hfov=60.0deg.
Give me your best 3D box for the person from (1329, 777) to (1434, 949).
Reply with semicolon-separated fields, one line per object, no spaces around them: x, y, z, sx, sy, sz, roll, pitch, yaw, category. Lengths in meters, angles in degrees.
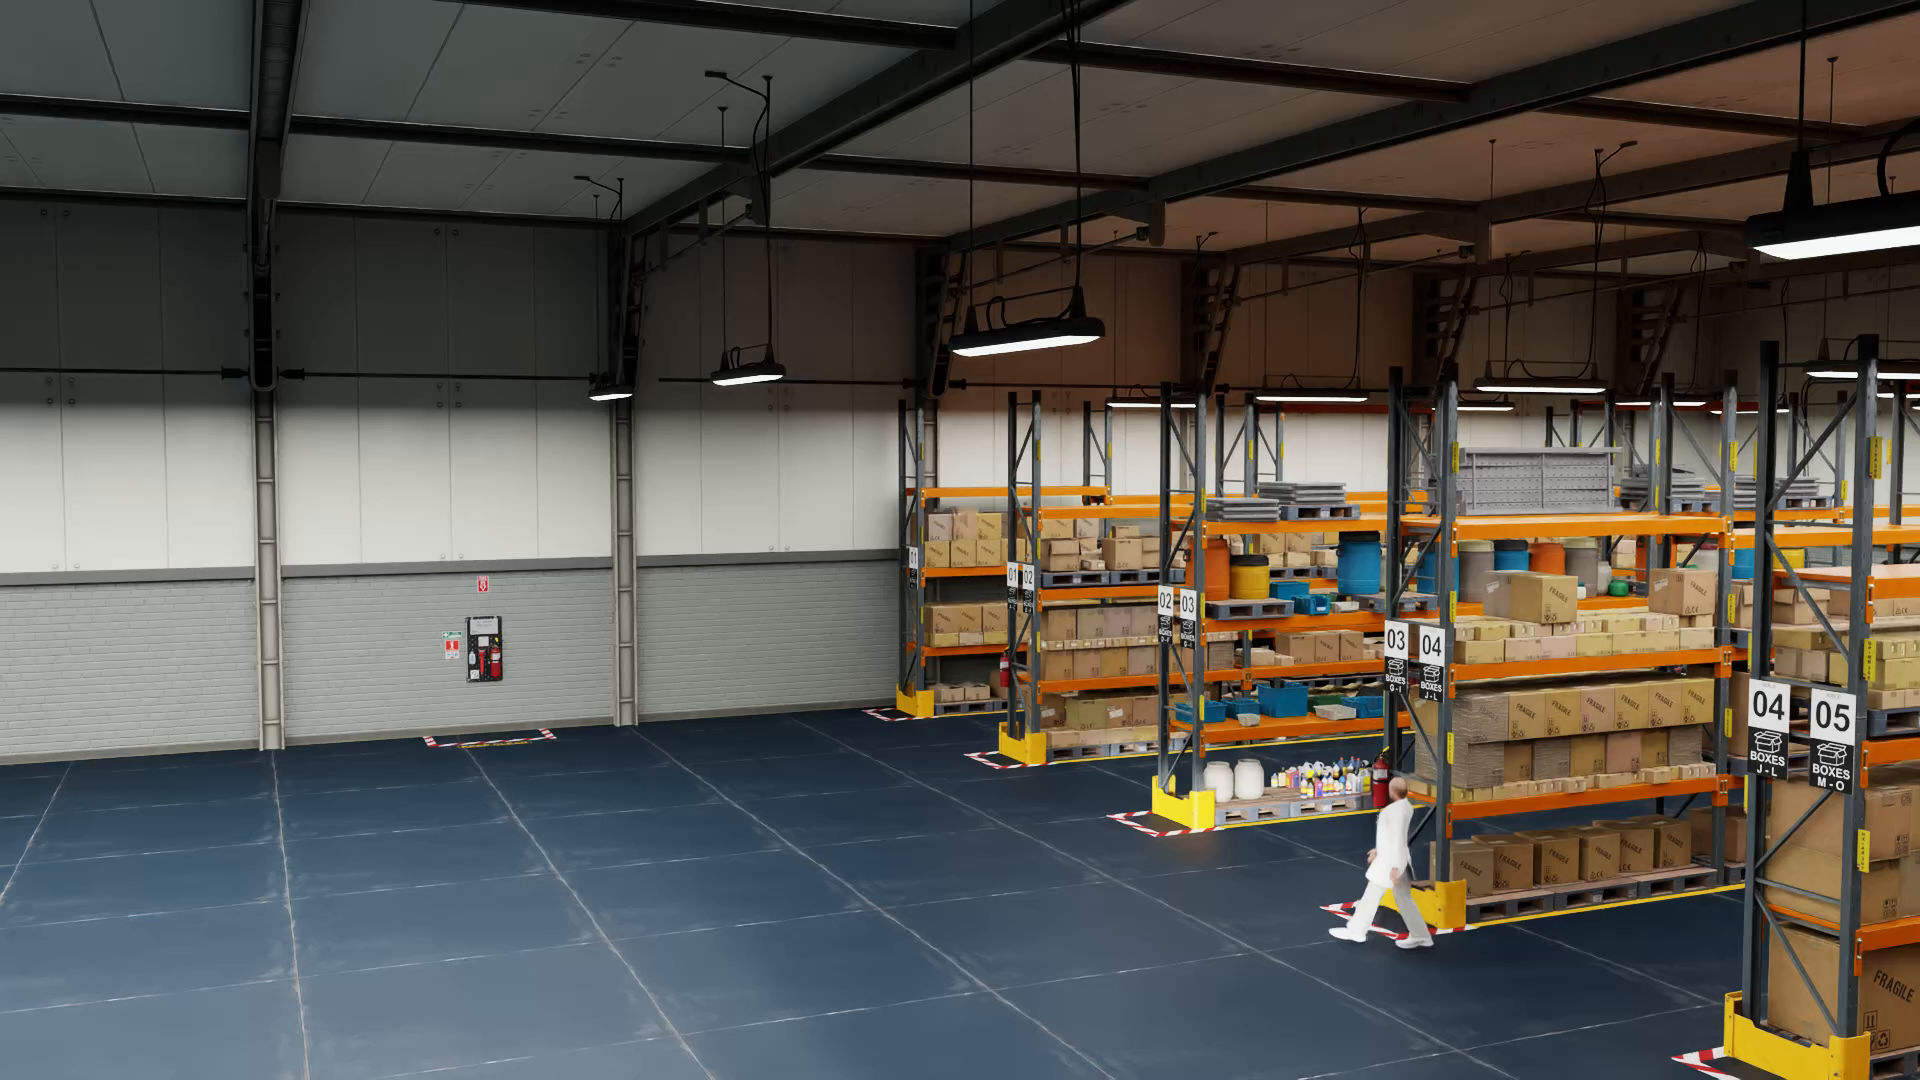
4.330;3.277;17.024;1.032;1.721;0.677;2;4;28;person
